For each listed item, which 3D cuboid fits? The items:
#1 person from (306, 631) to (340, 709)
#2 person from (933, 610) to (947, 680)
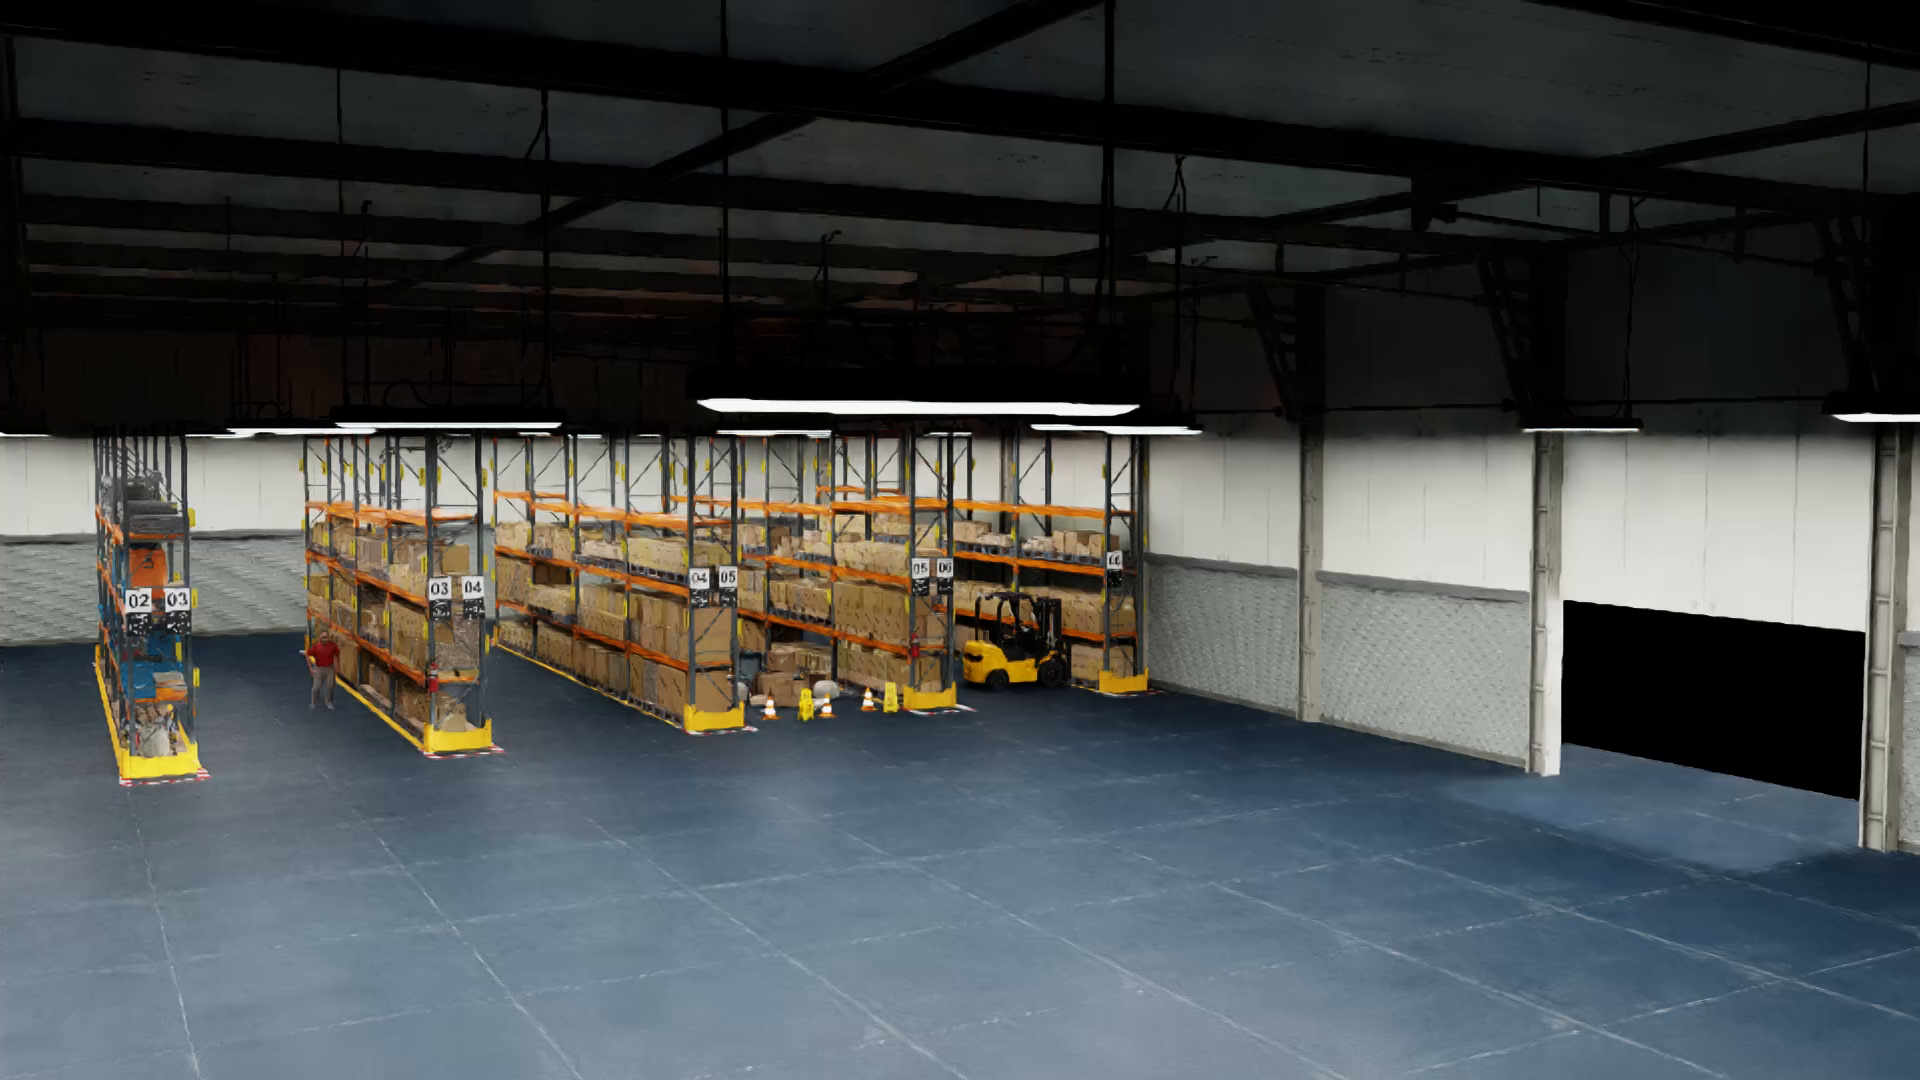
[{"bbox_3d":[-13.504,2.754,35.283,0.682,1.676,0.535,-2,4,-31],"label":"person"},{"bbox_3d":[-0.553,2.501,39.551,0.458,1.641,0.498,0,3,0],"label":"person"}]
